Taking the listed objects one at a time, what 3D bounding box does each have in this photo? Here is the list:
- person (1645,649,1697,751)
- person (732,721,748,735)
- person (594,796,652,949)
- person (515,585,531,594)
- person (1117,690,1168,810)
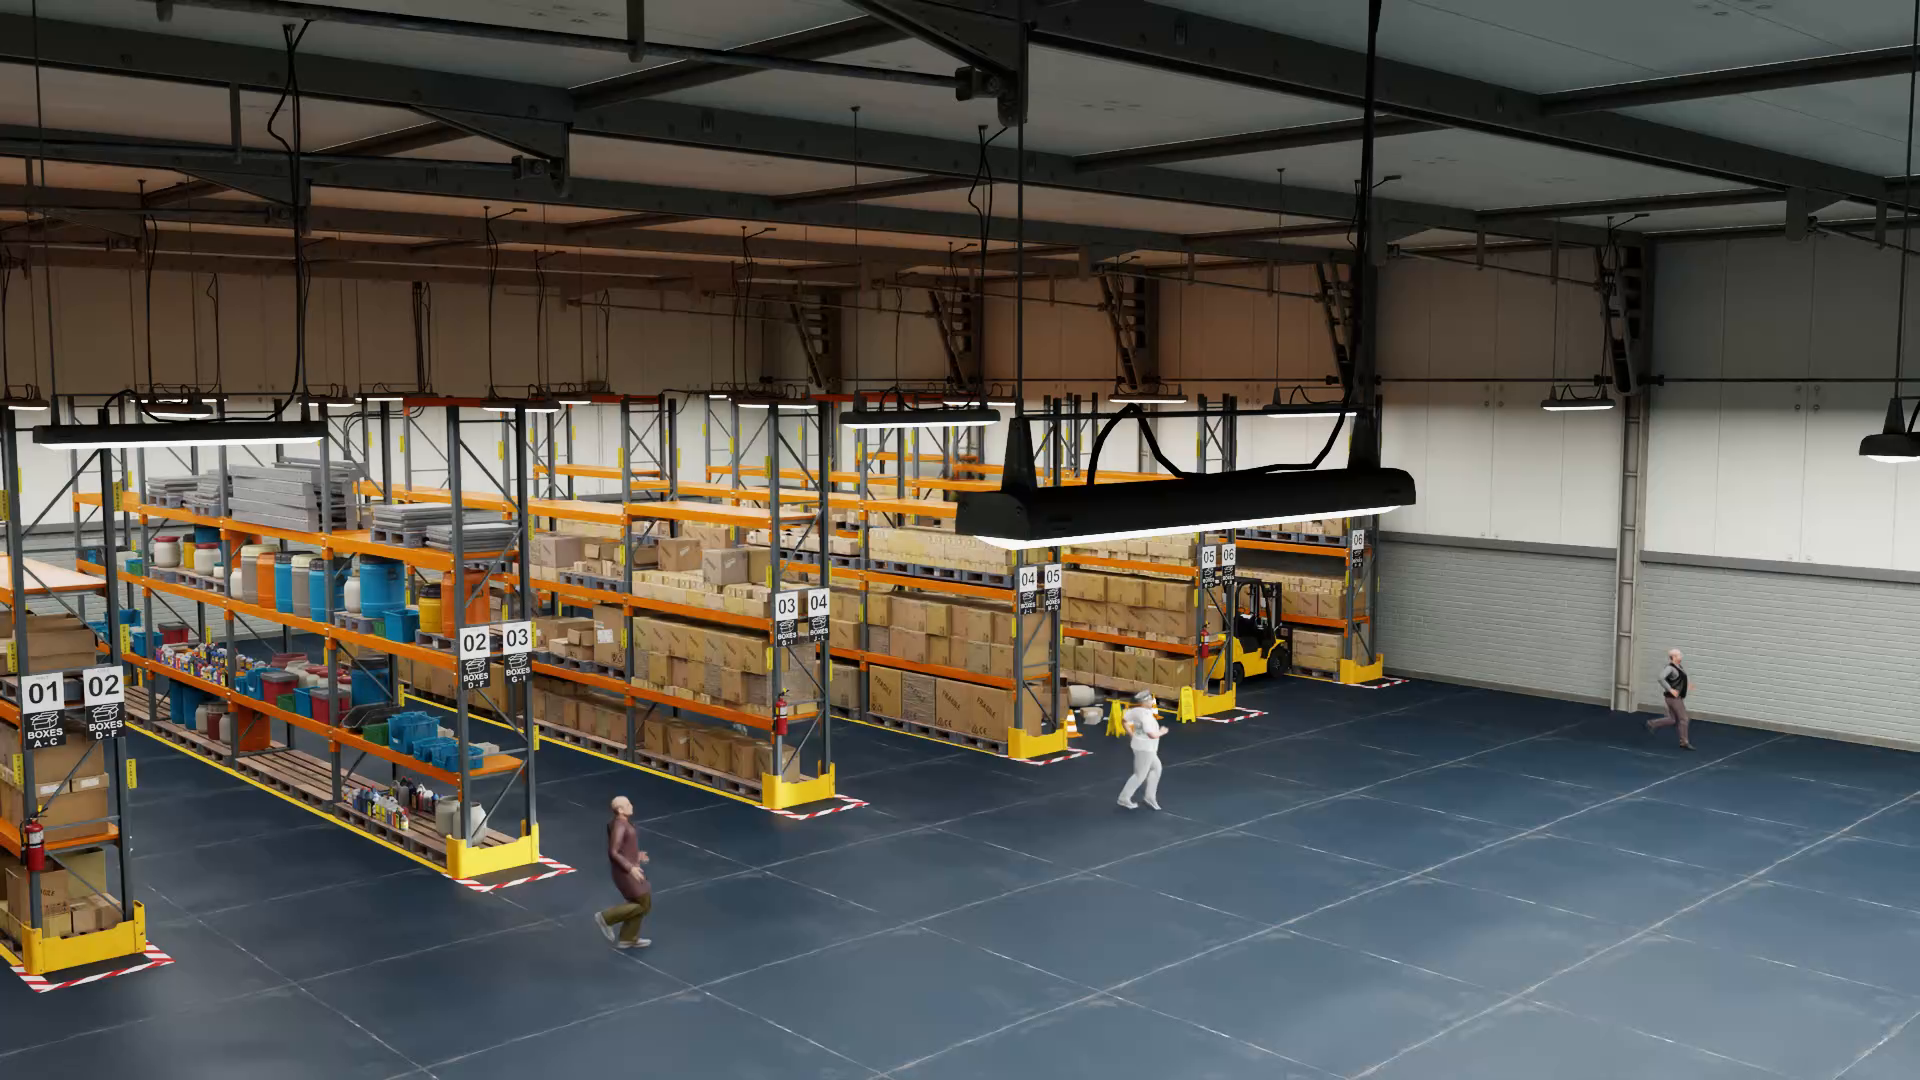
[{"bbox_3d":[12.250,2.729,28.601,0.880,1.721,0.662,3,7,32],"label":"person"},{"bbox_3d":[-3.850,2.665,29.729,0.673,1.605,0.517,5,7,42],"label":"person"},{"bbox_3d":[-3.756,3.693,18.479,0.631,1.726,0.726,-1,6,-15],"label":"person"},{"bbox_3d":[-10.799,1.615,40.552,0.840,1.595,0.668,-3,6,-25],"label":"person"},{"bbox_3d":[2.675,3.104,24.354,0.770,1.848,0.626,-1,6,-6],"label":"person"}]
